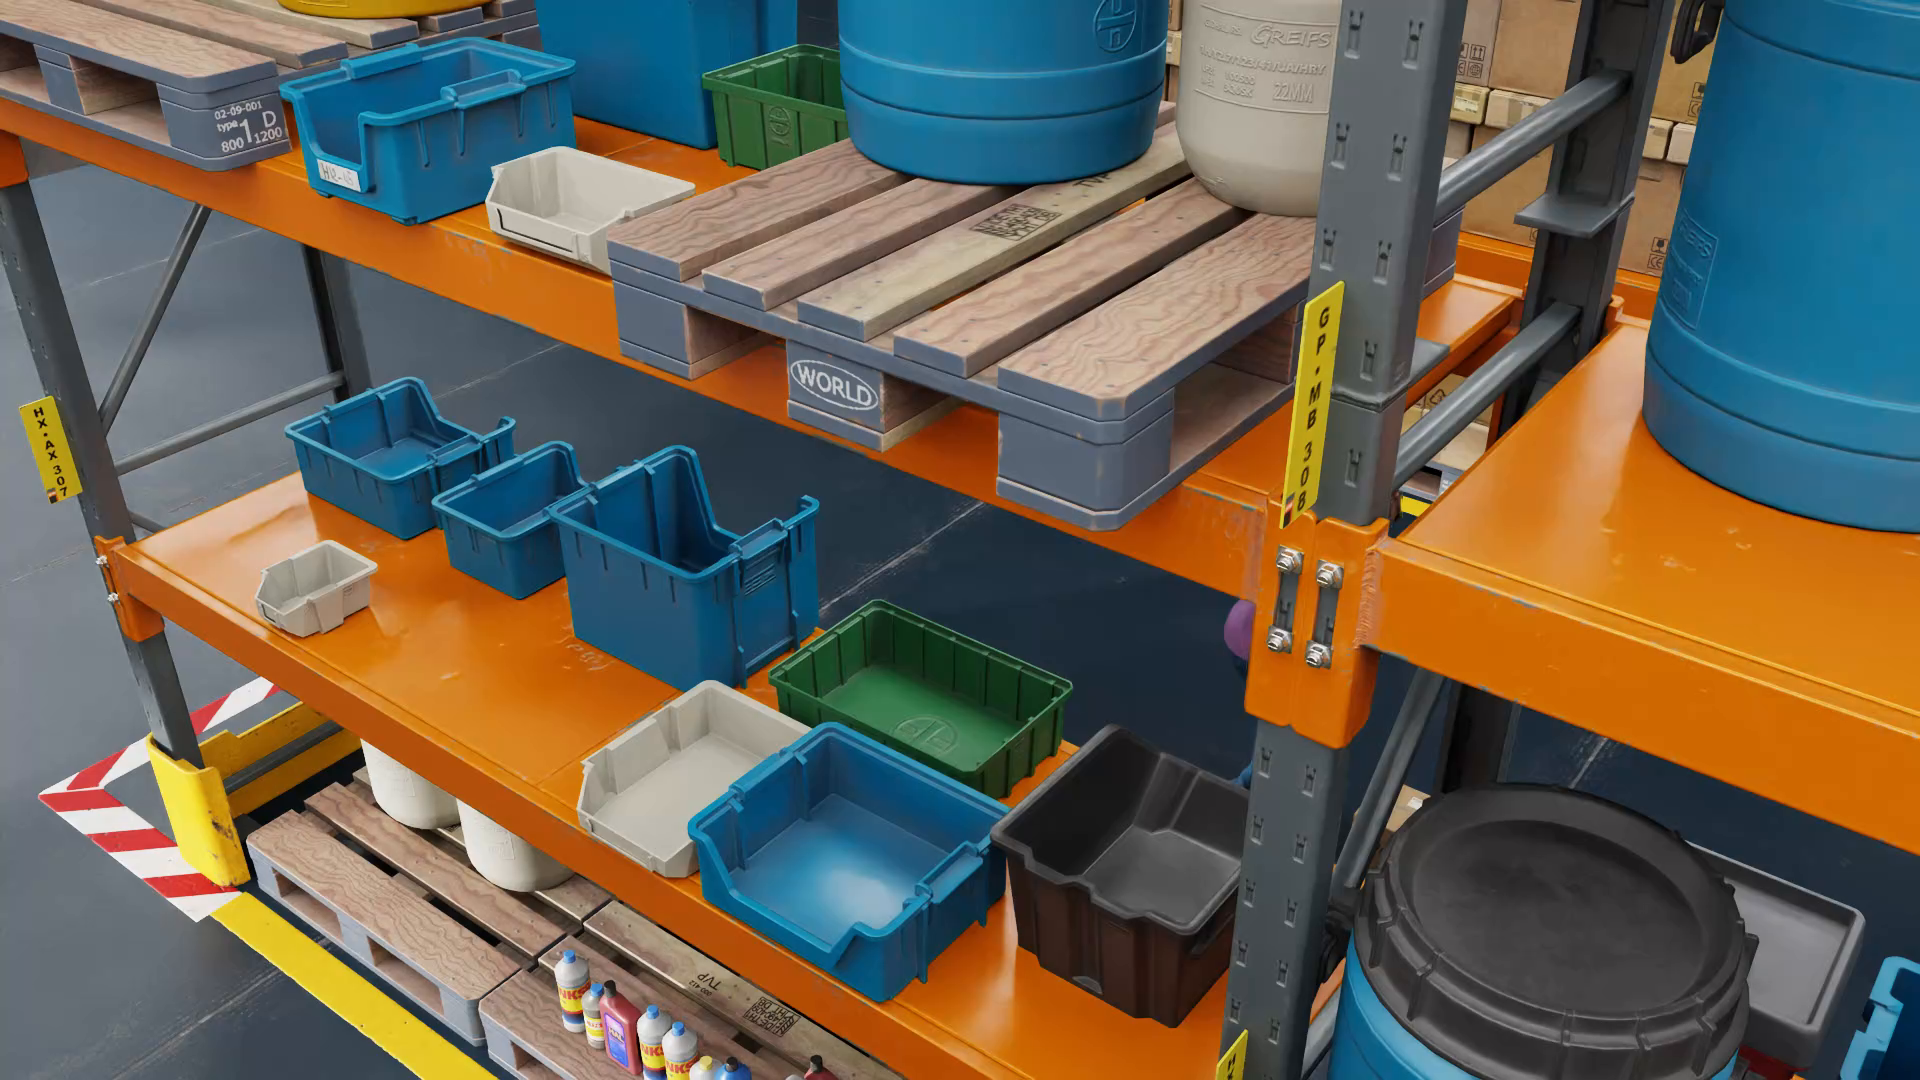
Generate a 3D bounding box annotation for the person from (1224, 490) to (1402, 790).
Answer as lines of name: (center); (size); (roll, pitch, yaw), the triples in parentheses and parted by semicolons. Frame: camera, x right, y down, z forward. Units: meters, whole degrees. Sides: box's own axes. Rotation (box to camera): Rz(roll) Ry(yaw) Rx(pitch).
person: (1.175, 0.364, 5.684); (0.518, 1.464, 0.451); (22, 38, 32)
